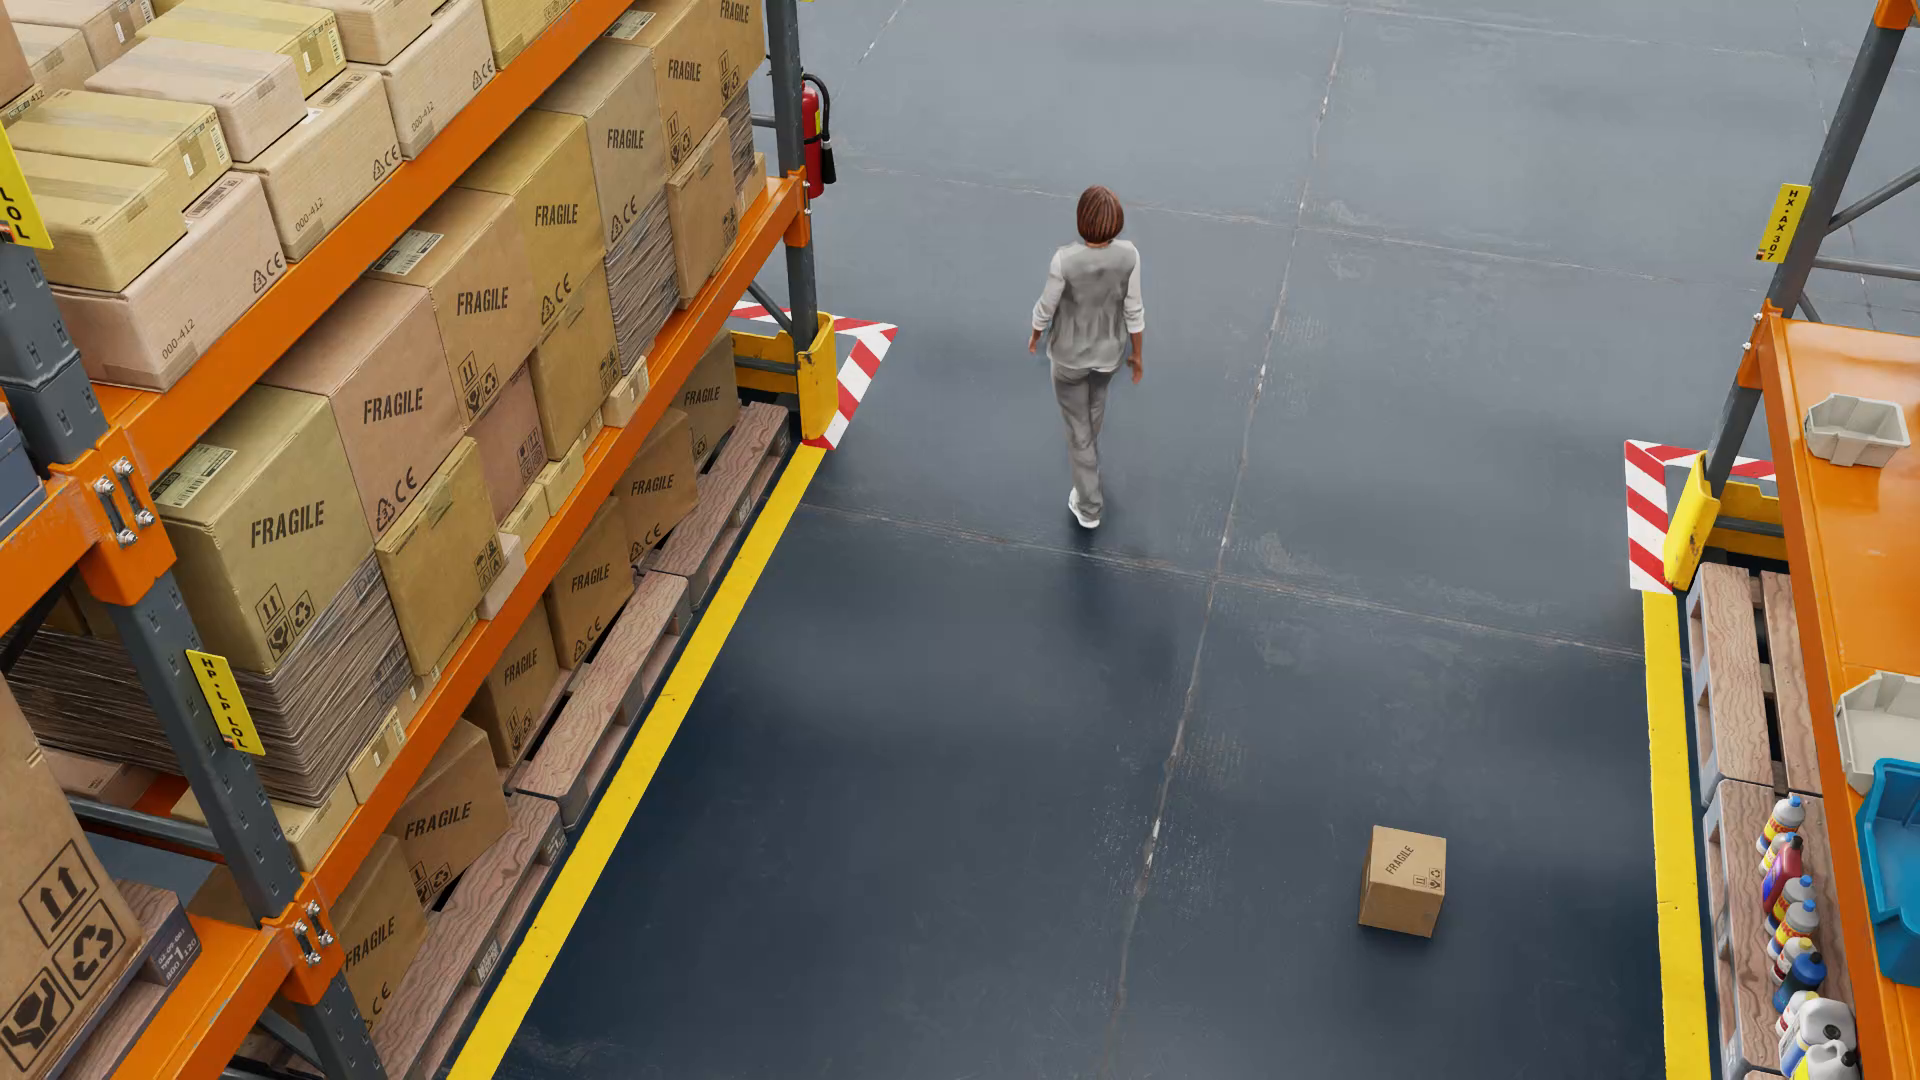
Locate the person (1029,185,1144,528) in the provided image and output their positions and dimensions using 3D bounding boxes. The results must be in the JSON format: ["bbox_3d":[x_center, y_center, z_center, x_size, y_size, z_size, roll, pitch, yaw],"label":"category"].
[{"bbox_3d":[0.525,-0.795,7.071,0.454,1.636,0.643,-9,42,-10],"label":"person"}]
